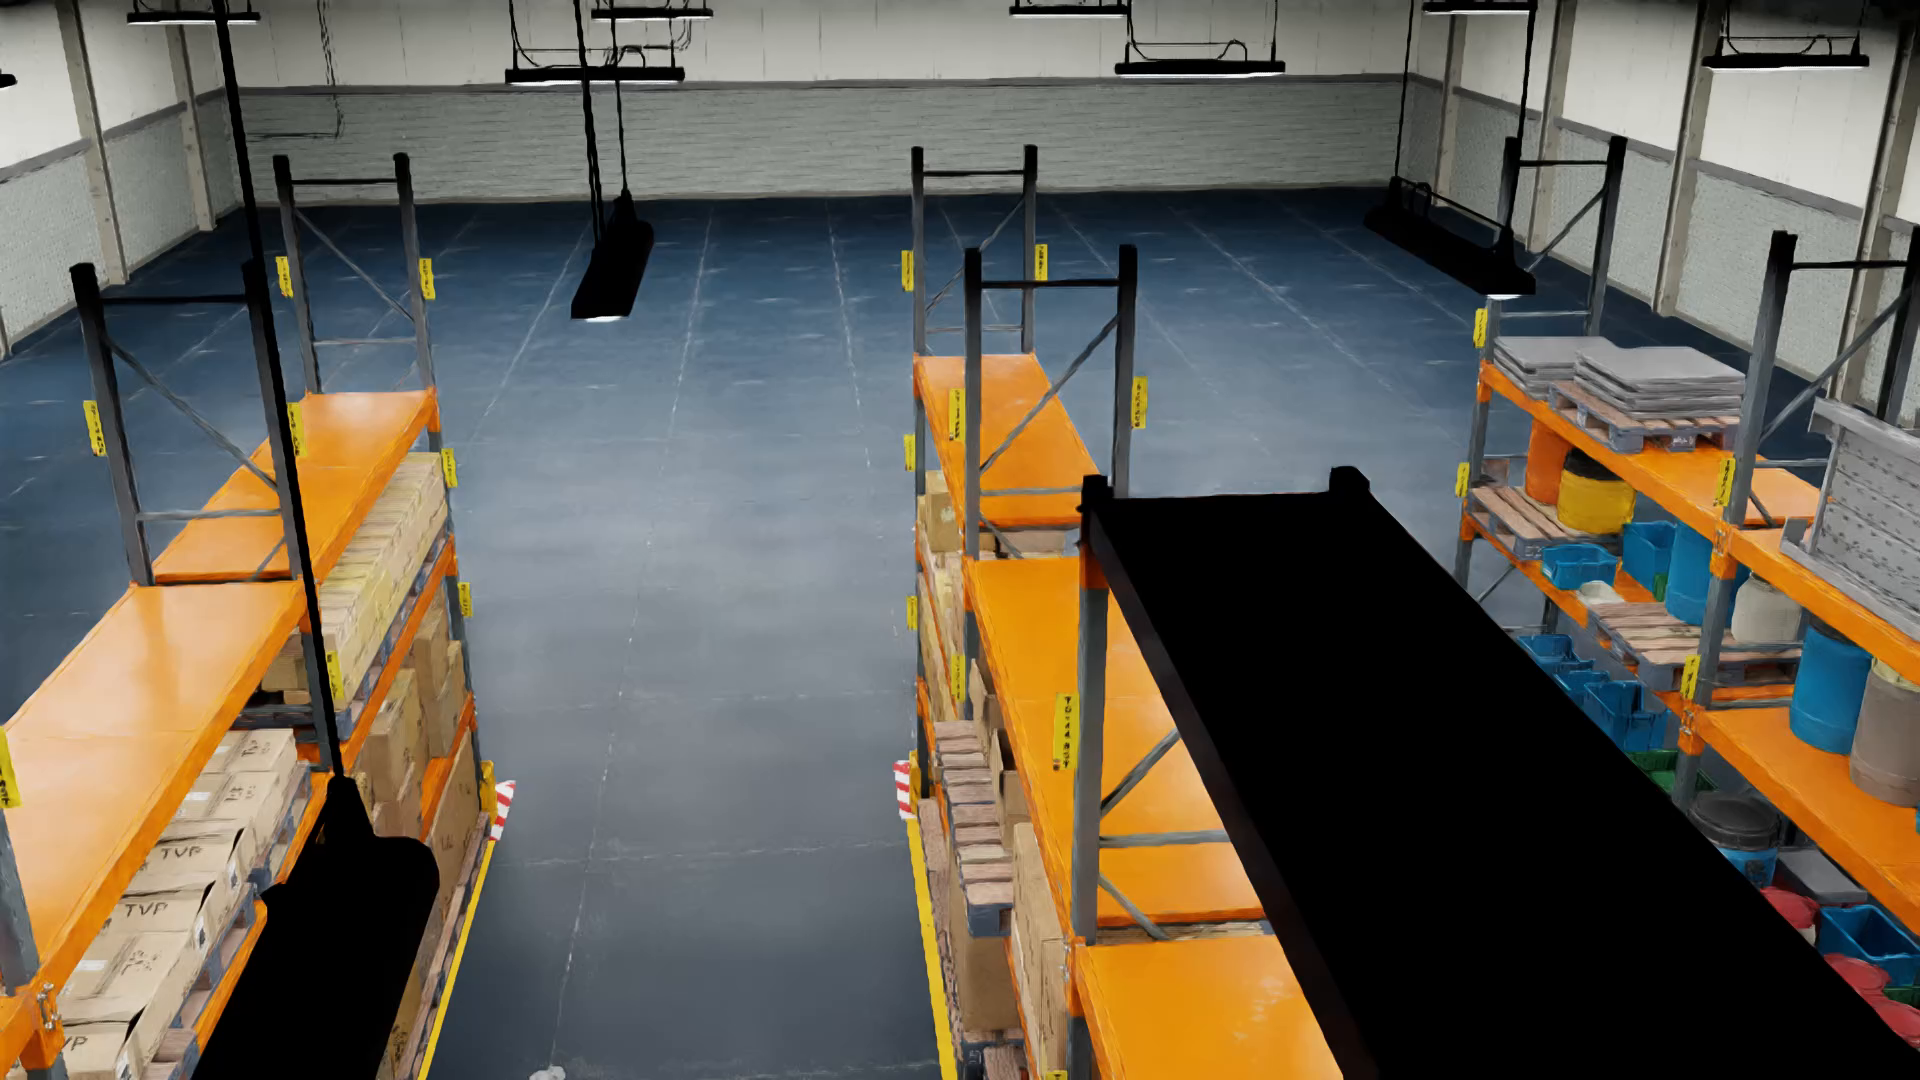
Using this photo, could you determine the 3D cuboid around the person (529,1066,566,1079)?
[{"bbox_3d":[-2.411,3.817,9.795,0.476,1.598,1.003,1,22,3],"label":"person"}]
